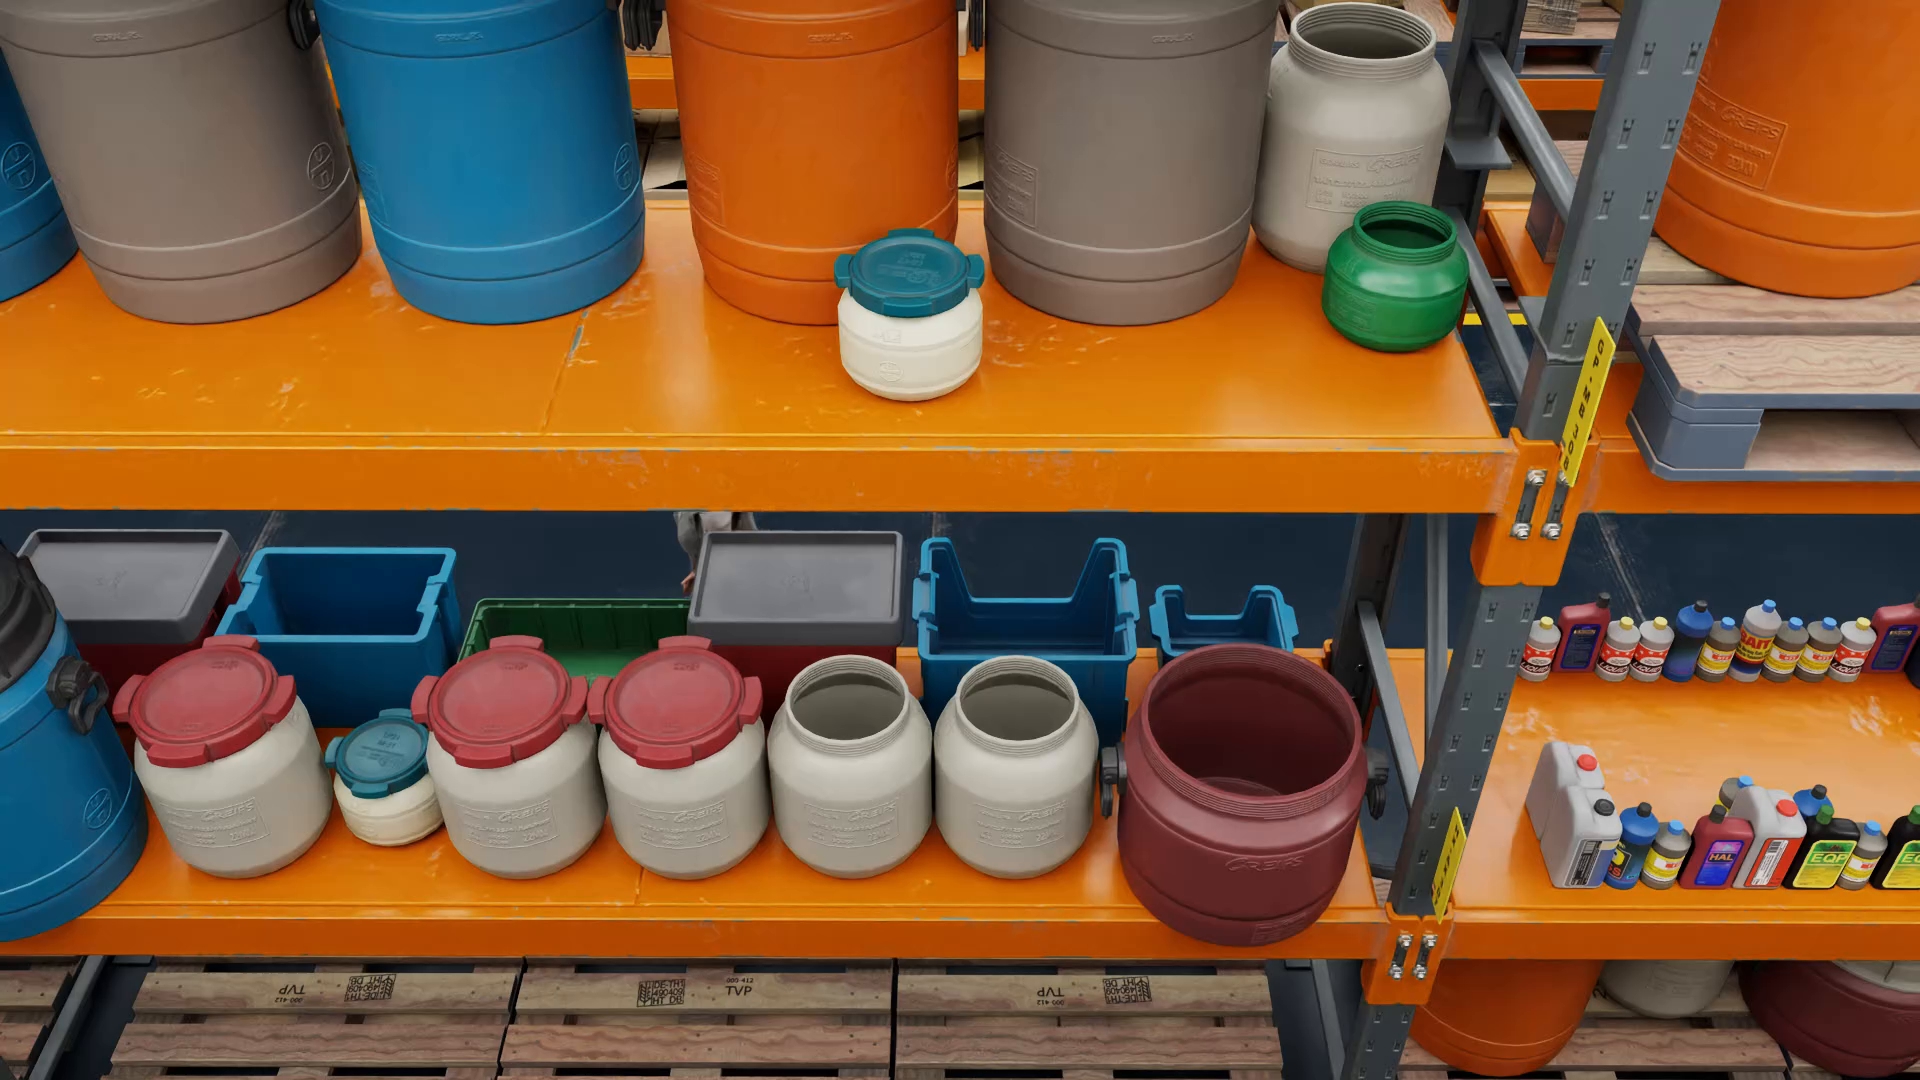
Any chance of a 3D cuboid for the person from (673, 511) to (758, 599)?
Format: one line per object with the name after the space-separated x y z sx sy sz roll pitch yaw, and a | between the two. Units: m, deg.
-0.846 0.229 5.916 0.544 1.537 0.428 -11 41 -13 | person
